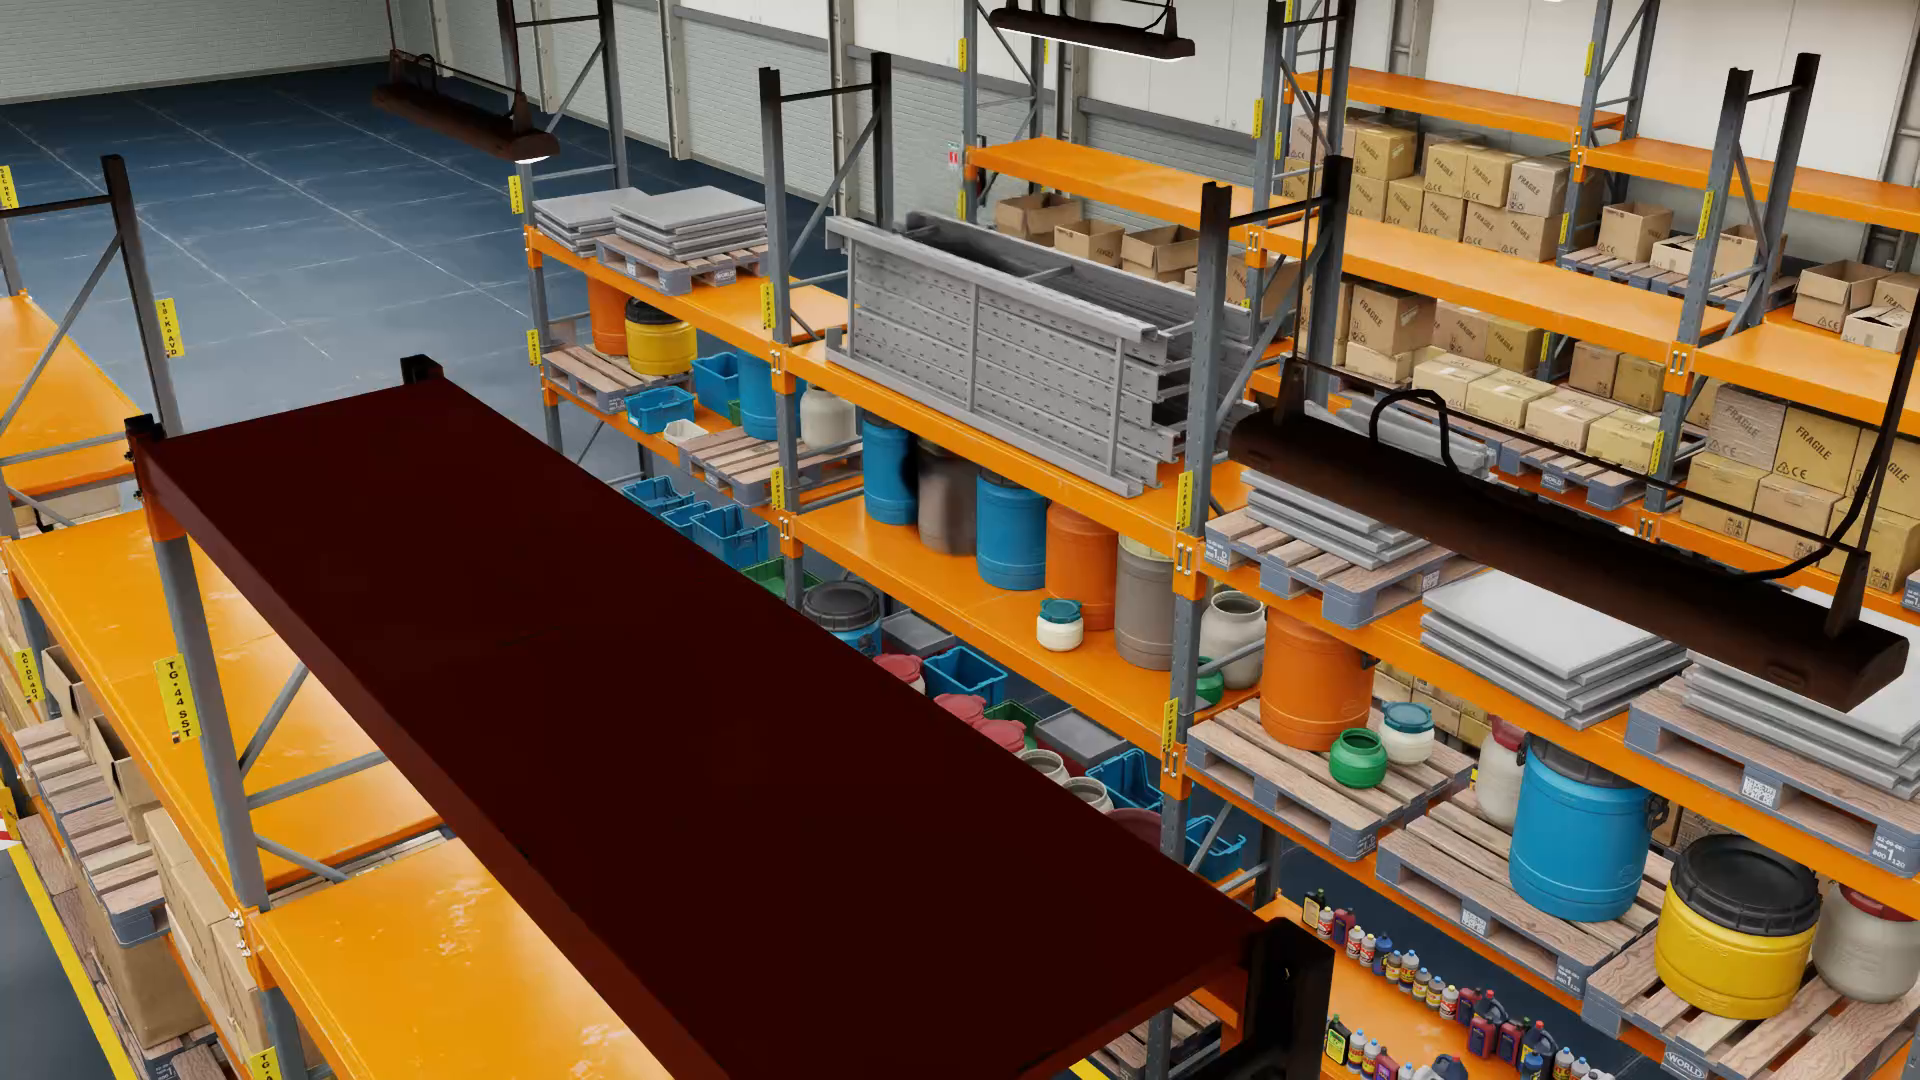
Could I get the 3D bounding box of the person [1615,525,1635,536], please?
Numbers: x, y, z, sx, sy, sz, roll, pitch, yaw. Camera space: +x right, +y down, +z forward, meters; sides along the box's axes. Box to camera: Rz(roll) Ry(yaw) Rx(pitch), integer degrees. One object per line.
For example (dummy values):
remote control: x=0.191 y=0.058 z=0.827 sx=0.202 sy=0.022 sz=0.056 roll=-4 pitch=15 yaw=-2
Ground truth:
person: x=6.119 y=0.410 z=15.404 sx=0.958 sy=1.750 sz=0.721 roll=23 pitch=34 yaw=39
